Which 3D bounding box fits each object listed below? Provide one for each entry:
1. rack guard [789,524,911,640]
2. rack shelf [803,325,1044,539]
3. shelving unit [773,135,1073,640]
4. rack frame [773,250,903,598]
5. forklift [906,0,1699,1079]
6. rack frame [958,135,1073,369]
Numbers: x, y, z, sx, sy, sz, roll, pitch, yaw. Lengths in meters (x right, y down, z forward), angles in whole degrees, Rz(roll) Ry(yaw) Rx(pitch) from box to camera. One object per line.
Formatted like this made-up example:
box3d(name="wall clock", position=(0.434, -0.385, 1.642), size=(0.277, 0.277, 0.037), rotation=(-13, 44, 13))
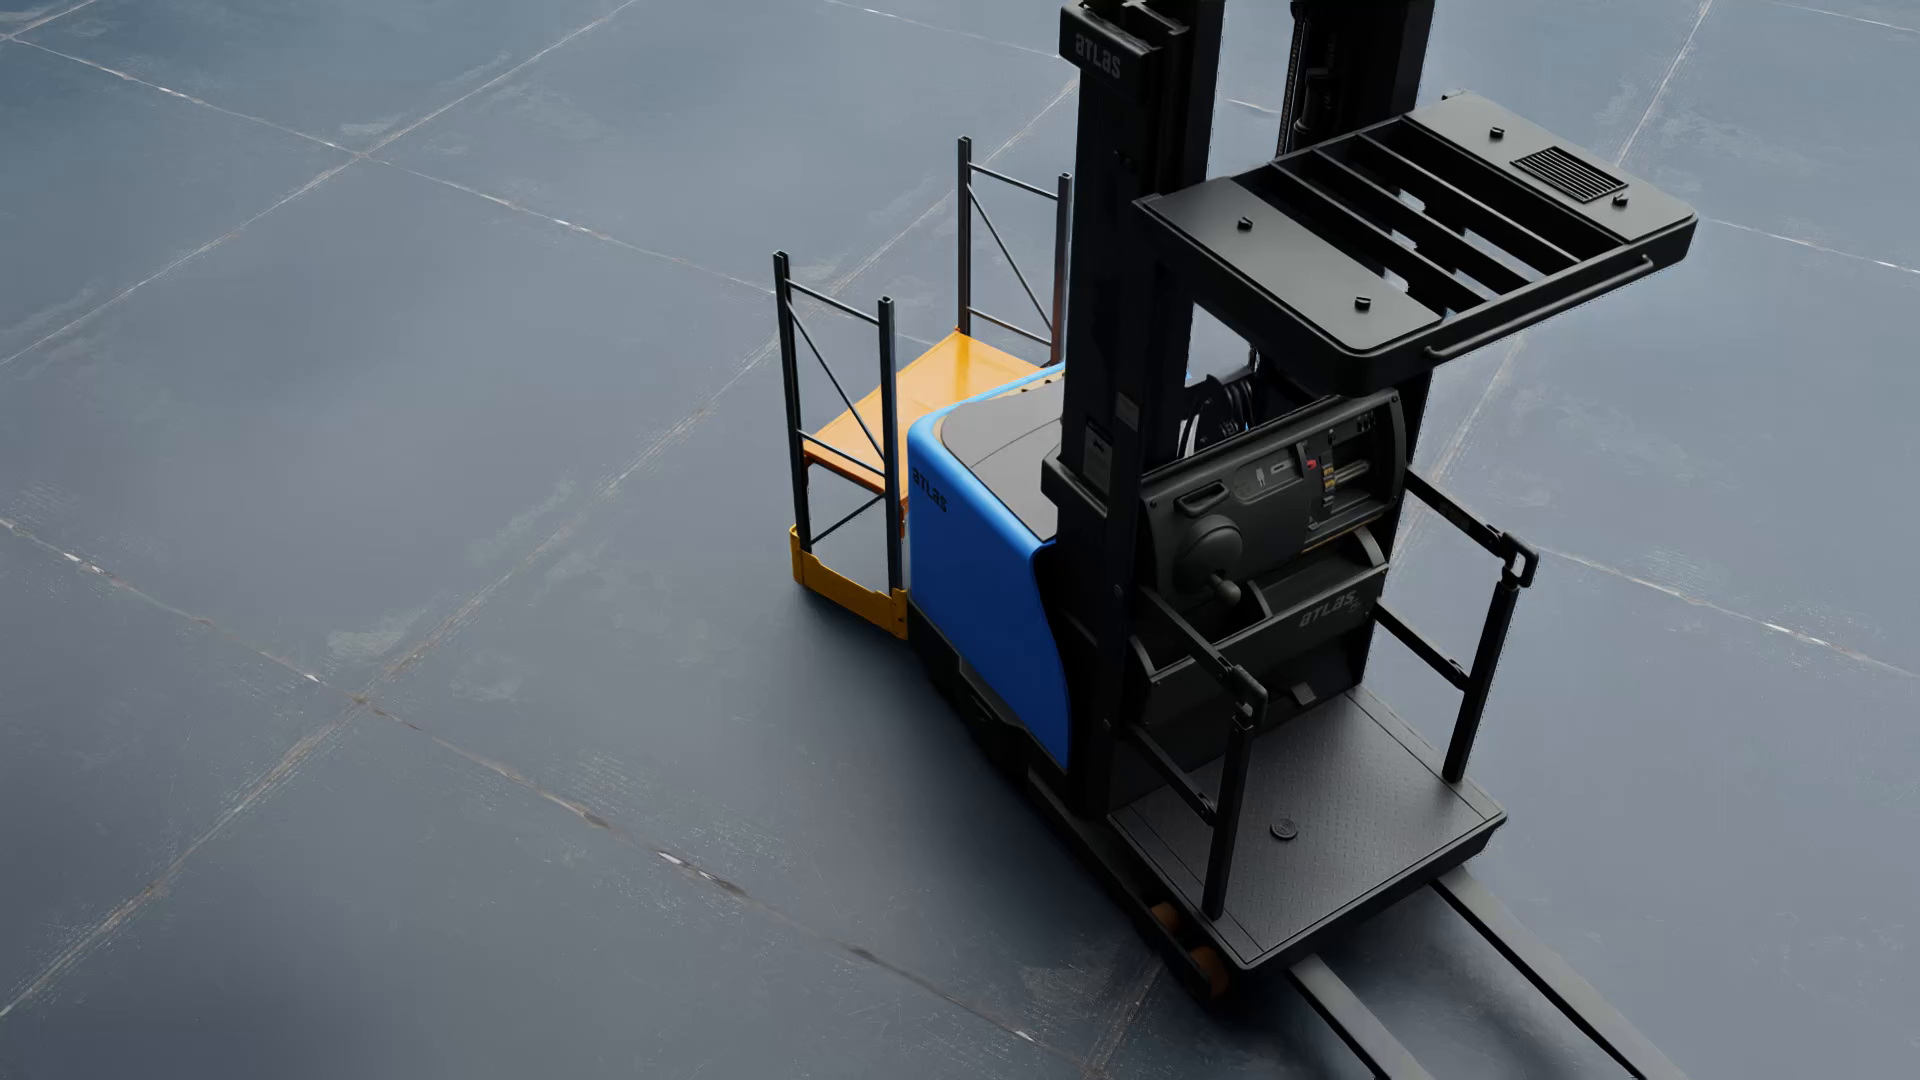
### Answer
box3d(name="rack guard", position=(-0.409, 0.154, 6.386), size=(0.587, 0.250, 0.087), rotation=(27, 48, 27))
box3d(name="rack shelf", position=(-0.111, -0.437, 6.383), size=(0.538, 0.185, 1.000), rotation=(27, 48, 27))
box3d(name="shelving unit", position=(-0.105, -0.576, 6.270), size=(0.587, 1.500, 1.083), rotation=(27, 48, 27))
box3d(name="rack frame", position=(-0.420, -0.305, 5.962), size=(0.500, 1.500, 0.032), rotation=(27, 48, 27))
box3d(name="forklift", position=(1.021, -0.043, 4.581), size=(1.130, 2.935, 3.031), rotation=(-23, 46, -24))
box3d(name="rack frame", position=(0.199, -0.838, 6.567), size=(0.500, 1.500, 0.032), rotation=(27, 48, 27))
